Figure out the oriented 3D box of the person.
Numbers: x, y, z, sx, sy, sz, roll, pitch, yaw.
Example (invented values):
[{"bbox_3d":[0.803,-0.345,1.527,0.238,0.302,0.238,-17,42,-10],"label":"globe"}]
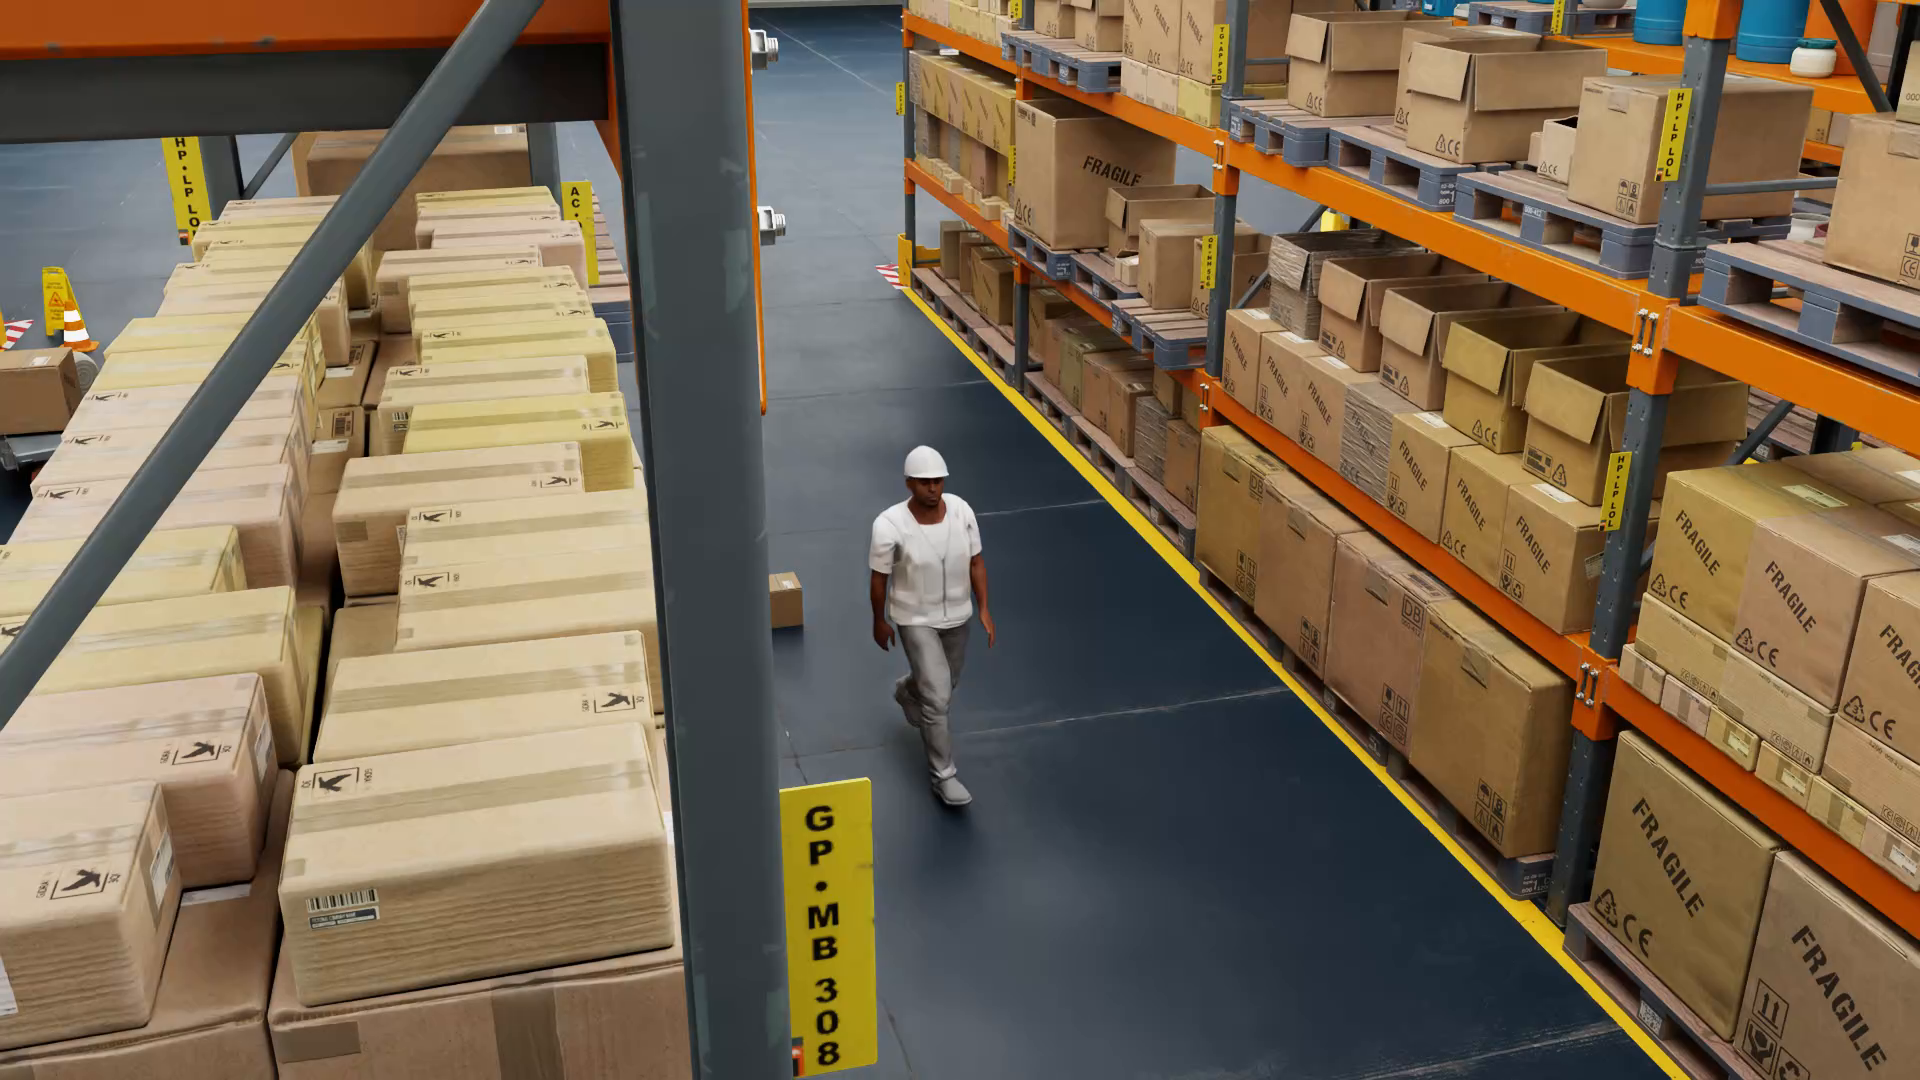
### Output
[{"bbox_3d":[-0.147,0.359,8.201,0.563,1.728,0.998,-13,26,-28],"label":"person"}]
